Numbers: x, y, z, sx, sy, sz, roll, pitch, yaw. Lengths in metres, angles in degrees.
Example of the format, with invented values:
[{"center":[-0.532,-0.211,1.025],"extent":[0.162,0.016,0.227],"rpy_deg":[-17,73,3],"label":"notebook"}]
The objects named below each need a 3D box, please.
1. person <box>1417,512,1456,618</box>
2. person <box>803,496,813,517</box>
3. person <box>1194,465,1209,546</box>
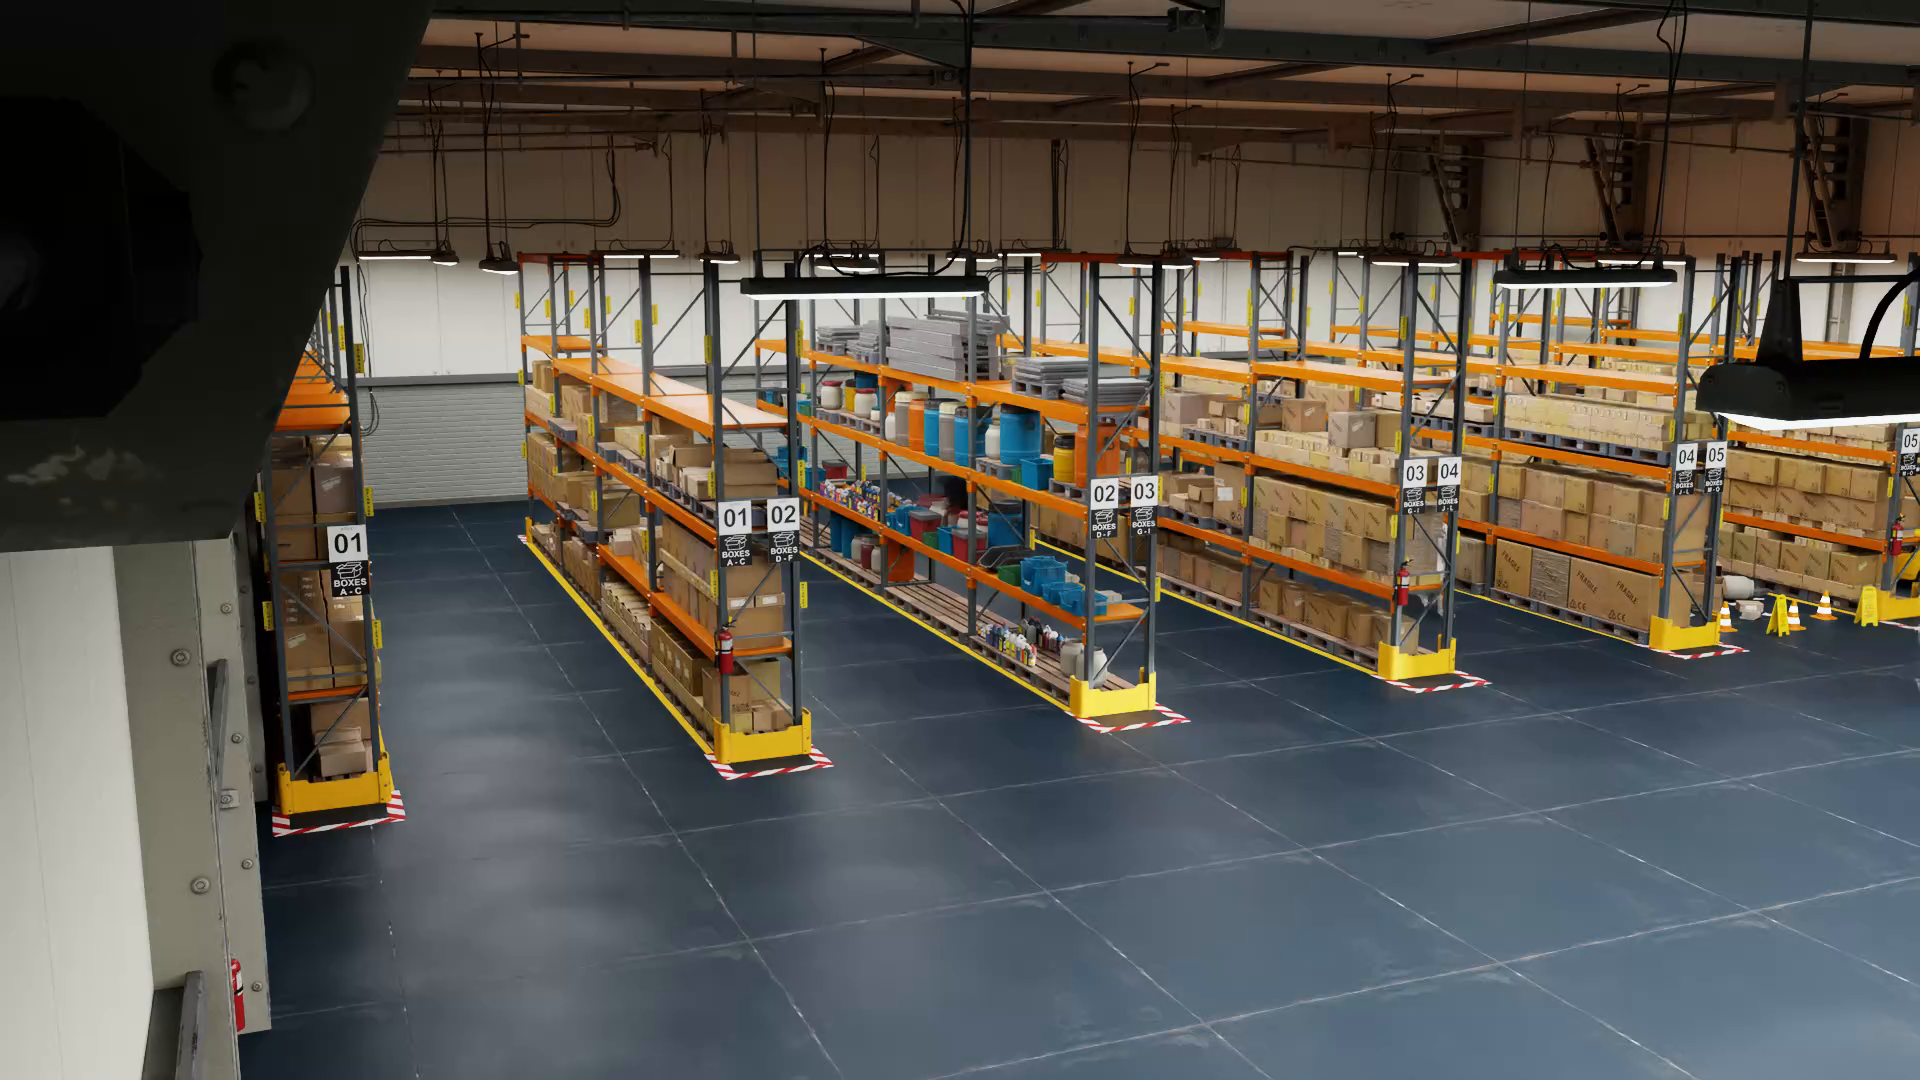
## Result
[{"center":[8.040,0.354,28.007],"extent":[0.703,1.762,1.065],"rpy_deg":[-5,12,-27],"label":"person"},{"center":[-3.639,-1.260,37.847],"extent":[0.652,1.567,0.630],"rpy_deg":[0,10,2],"label":"person"},{"center":[4.859,-0.771,34.749],"extent":[0.580,1.658,1.073],"rpy_deg":[-7,12,-32],"label":"person"}]
